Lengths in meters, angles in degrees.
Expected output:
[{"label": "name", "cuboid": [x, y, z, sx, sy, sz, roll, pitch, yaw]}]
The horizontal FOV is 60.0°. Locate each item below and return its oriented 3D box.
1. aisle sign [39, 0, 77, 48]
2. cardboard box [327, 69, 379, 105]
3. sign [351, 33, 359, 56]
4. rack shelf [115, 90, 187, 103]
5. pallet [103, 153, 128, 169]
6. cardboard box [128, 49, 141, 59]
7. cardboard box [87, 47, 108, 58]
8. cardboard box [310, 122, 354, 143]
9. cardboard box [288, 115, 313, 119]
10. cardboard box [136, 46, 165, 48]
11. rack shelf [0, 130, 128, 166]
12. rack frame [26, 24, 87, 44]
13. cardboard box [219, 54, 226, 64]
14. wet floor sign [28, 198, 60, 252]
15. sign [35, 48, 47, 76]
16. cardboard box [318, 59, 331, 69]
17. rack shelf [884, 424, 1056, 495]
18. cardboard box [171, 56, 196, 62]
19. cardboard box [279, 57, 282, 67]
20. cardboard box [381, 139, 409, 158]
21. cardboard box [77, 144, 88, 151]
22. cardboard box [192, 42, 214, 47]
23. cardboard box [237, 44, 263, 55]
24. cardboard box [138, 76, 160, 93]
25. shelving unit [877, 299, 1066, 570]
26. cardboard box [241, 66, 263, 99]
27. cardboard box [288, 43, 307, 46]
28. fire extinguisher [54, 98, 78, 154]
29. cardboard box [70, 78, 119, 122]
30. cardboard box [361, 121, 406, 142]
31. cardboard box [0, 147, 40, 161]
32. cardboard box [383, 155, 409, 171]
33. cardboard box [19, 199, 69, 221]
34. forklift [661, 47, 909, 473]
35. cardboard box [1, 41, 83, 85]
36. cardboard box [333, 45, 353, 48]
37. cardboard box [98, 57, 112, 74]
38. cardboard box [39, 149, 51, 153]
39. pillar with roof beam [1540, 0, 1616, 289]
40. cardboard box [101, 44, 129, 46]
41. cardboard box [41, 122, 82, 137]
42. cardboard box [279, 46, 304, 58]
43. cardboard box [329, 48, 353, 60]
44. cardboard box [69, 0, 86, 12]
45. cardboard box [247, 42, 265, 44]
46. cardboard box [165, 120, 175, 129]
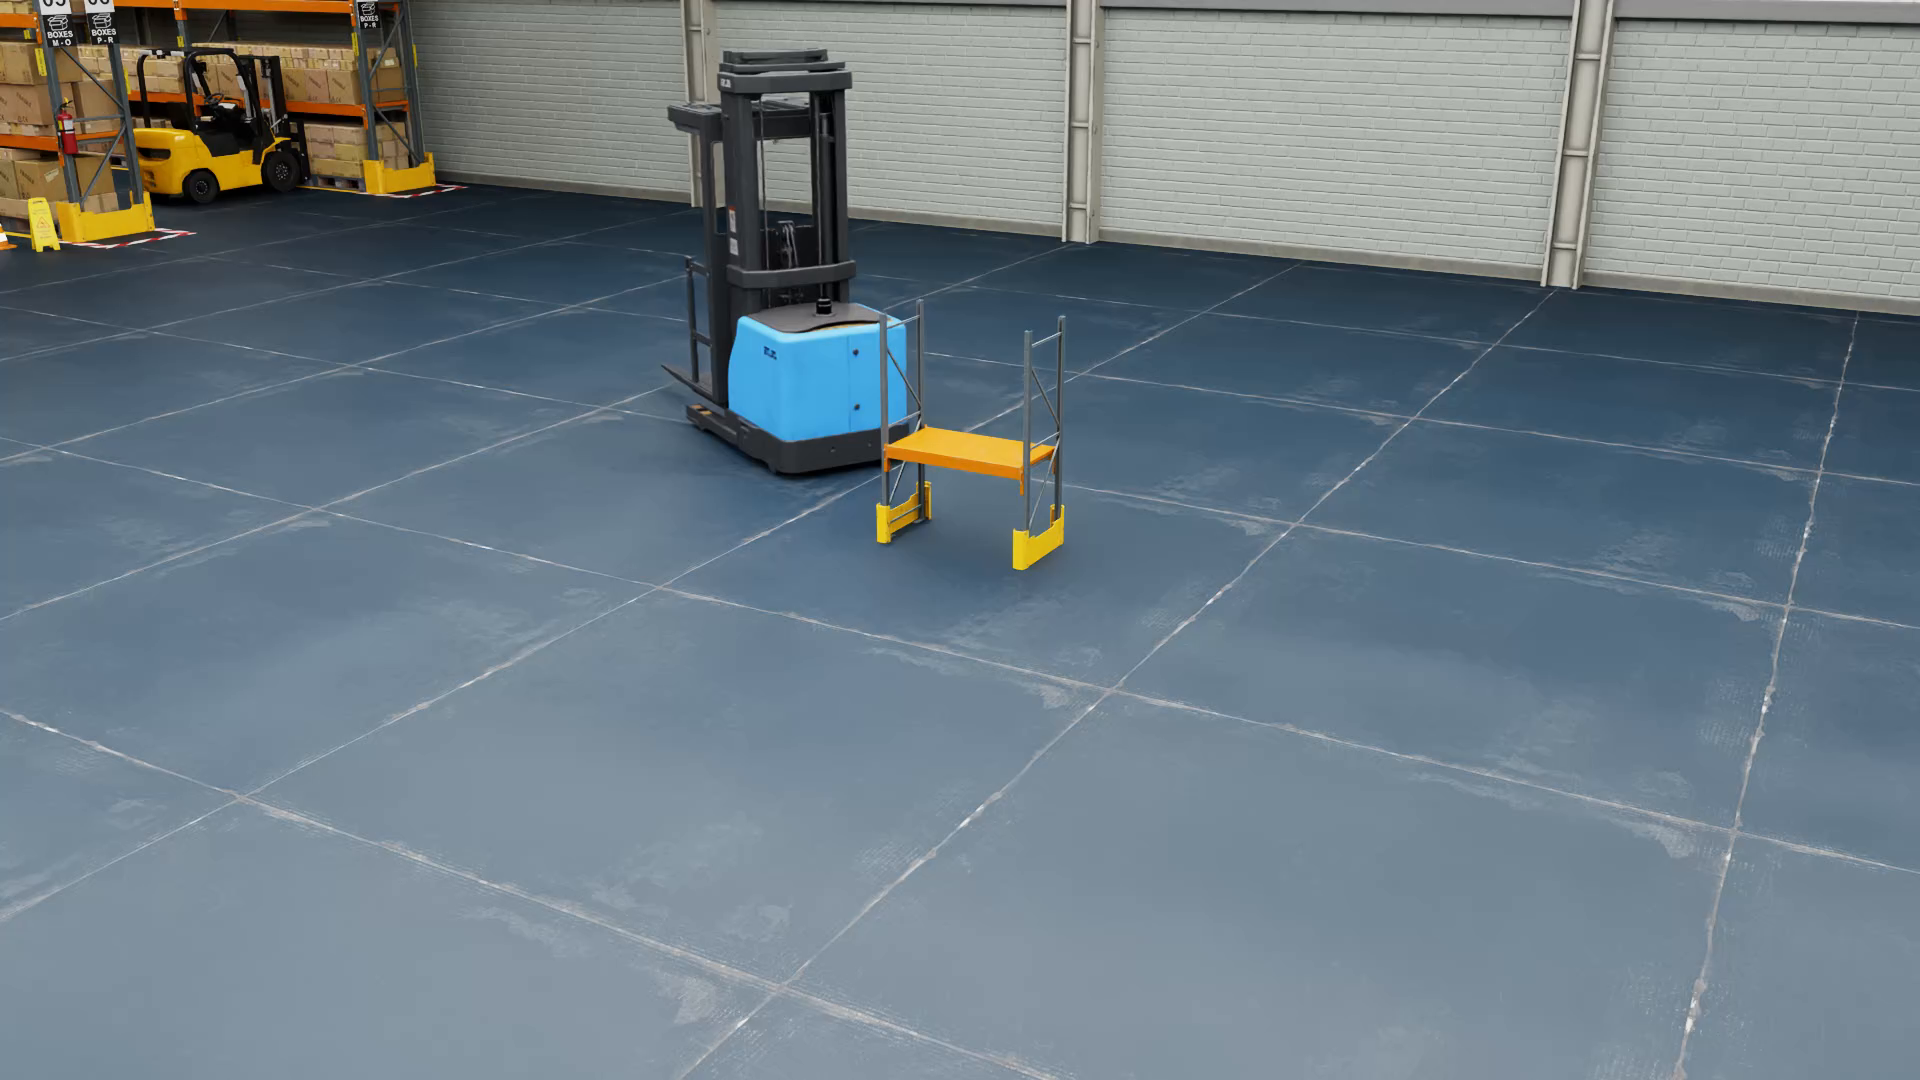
[{"label": "aisle sign", "cuboid": [-11.251, -6.549, 20.707, 0.004, 0.787, 0.394, 11, 23, 27]}, {"label": "cardboard box", "cuboid": [-9.304, -6.952, 25.485, 0.500, 0.500, 0.500, 10, 22, 26]}, {"label": "sign", "cuboid": [-9.023, -7.398, 24.815, 0.005, 0.325, 0.100, 11, 23, 27]}, {"label": "rack shelf", "cuboid": [-13.984, -7.561, 28.366, 4.000, 0.370, 1.077, 11, 23, 27]}, {"label": "pallet", "cuboid": [-13.969, -6.569, 28.666, 1.213, 0.211, 1.003, 11, 23, 27]}, {"label": "cardboard box", "cuboid": [-13.559, -8.070, 27.615, 0.250, 0.149, 0.380, 10, 22, 26]}, {"label": "cardboard box", "cuboid": [-14.464, -8.232, 28.061, 0.250, 0.149, 0.380, 11, 23, 28]}, {"label": "cardboard box", "cuboid": [-9.749, -6.343, 25.903, 0.500, 0.250, 0.500, 11, 23, 28]}, {"label": "cardboard box", "cuboid": [-10.829, -6.749, 27.023, 0.500, 0.250, 0.500, 11, 23, 28]}, {"label": "cardboard box", "cuboid": [-13.749, -8.308, 28.273, 0.250, 0.149, 0.380, 11, 23, 28]}, {"label": "rack shelf", "cuboid": [-12.909, -5.418, 22.456, 4.000, 0.370, 1.077, 11, 23, 27]}, {"label": "rack frame", "cuboid": [-15.730, -8.232, 29.160, 0.127, 3.000, 1.000, 11, 23, 27]}, {"label": "cardboard box", "cuboid": [-11.620, -7.710, 26.622, 0.250, 0.149, 0.380, 11, 23, 27]}, {"label": "wet floor sign", "cuboid": [-11.519, -3.966, 20.853, 0.267, 0.644, 0.232, -16, 26, -38]}, {"label": "sign", "cuboid": [-11.452, -5.954, 20.719, 0.005, 0.325, 0.100, 11, 23, 27]}, {"label": "cardboard box", "cuboid": [-9.620, -7.323, 25.556, 0.250, 0.149, 0.380, 11, 23, 28]}, {"label": "rack shelf", "cuboid": [0.074, -0.522, 10.632, 1.000, 0.185, 0.538, 11, 23, 27]}, {"label": "cardboard box", "cuboid": [-12.644, -7.909, 27.173, 0.250, 0.149, 0.380, 12, 23, 29]}, {"label": "cardboard box", "cuboid": [-10.491, -7.502, 26.050, 0.250, 0.149, 0.380, 11, 22, 27]}, {"label": "cardboard box", "cuboid": [-9.055, -6.181, 26.190, 0.500, 0.250, 0.500, 11, 23, 28]}, {"label": "cardboard box", "cuboid": [-15.192, -7.205, 29.196, 0.625, 0.625, 0.875, 12, 23, 29]}, {"label": "cardboard box", "cuboid": [-12.104, -7.917, 26.758, 0.250, 0.149, 0.380, 11, 23, 28]}, {"label": "cardboard box", "cuboid": [-11.191, -7.752, 26.304, 0.250, 0.149, 0.380, 10, 22, 26]}, {"label": "cardboard box", "cuboid": [-13.247, -7.584, 27.594, 0.500, 0.250, 0.500, 11, 22, 27]}, {"label": "shelving unit", "cuboid": [0.067, -0.692, 10.574, 1.083, 1.500, 0.587, 11, 23, 27]}, {"label": "cardboard box", "cuboid": [-11.073, -7.297, 26.435, 0.500, 0.500, 0.500, 11, 22, 27]}, {"label": "cardboard box", "cuboid": [-10.504, -7.821, 26.494, 0.250, 0.149, 0.380, 12, 23, 29]}, {"label": "fire extinguisher", "cuboid": [-11.288, -5.231, 20.999, 0.183, 0.674, 0.296, 11, 23, 27]}, {"label": "cardboard box", "cuboid": [-11.442, -5.771, 21.794, 0.500, 0.500, 0.500, 10, 22, 26]}, {"label": "cardboard box", "cuboid": [-9.073, -6.413, 26.095, 0.500, 0.250, 0.500, 10, 22, 26]}, {"label": "cardboard box", "cuboid": [-12.343, -5.082, 21.842, 0.250, 0.149, 0.380, 12, 23, 29]}, {"label": "cardboard box", "cuboid": [-9.079, -5.946, 26.275, 0.500, 0.250, 0.500, 11, 23, 28]}, {"label": "cardboard box", "cuboid": [-12.021, -4.386, 21.975, 0.500, 0.250, 0.500, 11, 23, 27]}, {"label": "forklift", "cuboid": [-1.551, -2.312, 12.939, 1.130, 2.935, 3.031, -11, 23, -28]}, {"label": "cardboard box", "cuboid": [-11.716, -6.100, 21.234, 0.500, 0.500, 0.700, 10, 22, 26]}, {"label": "cardboard box", "cuboid": [-9.593, -7.652, 26.026, 0.250, 0.149, 0.380, 11, 23, 28]}, {"label": "cardboard box", "cuboid": [-14.119, -7.996, 27.997, 0.500, 0.250, 0.500, 11, 23, 28]}, {"label": "cardboard box", "cuboid": [-12.646, -5.072, 22.766, 0.500, 0.500, 0.500, 11, 23, 28]}, {"label": "pillar with roof beam", "cuboid": [4.701, -5.831, 13.743, 0.400, 9.000, 9.100, 11, 23, 27]}, {"label": "cardboard box", "cuboid": [-14.620, -8.498, 28.797, 0.250, 0.149, 0.380, 10, 22, 26]}, {"label": "cardboard box", "cuboid": [-11.594, -5.304, 21.456, 0.250, 0.149, 0.380, 12, 23, 29]}, {"label": "cardboard box", "cuboid": [-10.325, -7.573, 25.808, 0.250, 0.149, 0.380, 11, 23, 28]}, {"label": "cardboard box", "cuboid": [-9.392, -7.422, 25.393, 0.250, 0.149, 0.380, 11, 23, 27]}, {"label": "cardboard box", "cuboid": [-11.295, -6.867, 21.367, 0.250, 0.149, 0.380, 11, 23, 27]}, {"label": "cardboard box", "cuboid": [-11.375, -8.001, 26.990, 0.250, 0.149, 0.380, 11, 22, 27]}, {"label": "cardboard box", "cuboid": [-12.699, -6.731, 27.889, 0.625, 0.625, 0.875, 12, 23, 30]}]
